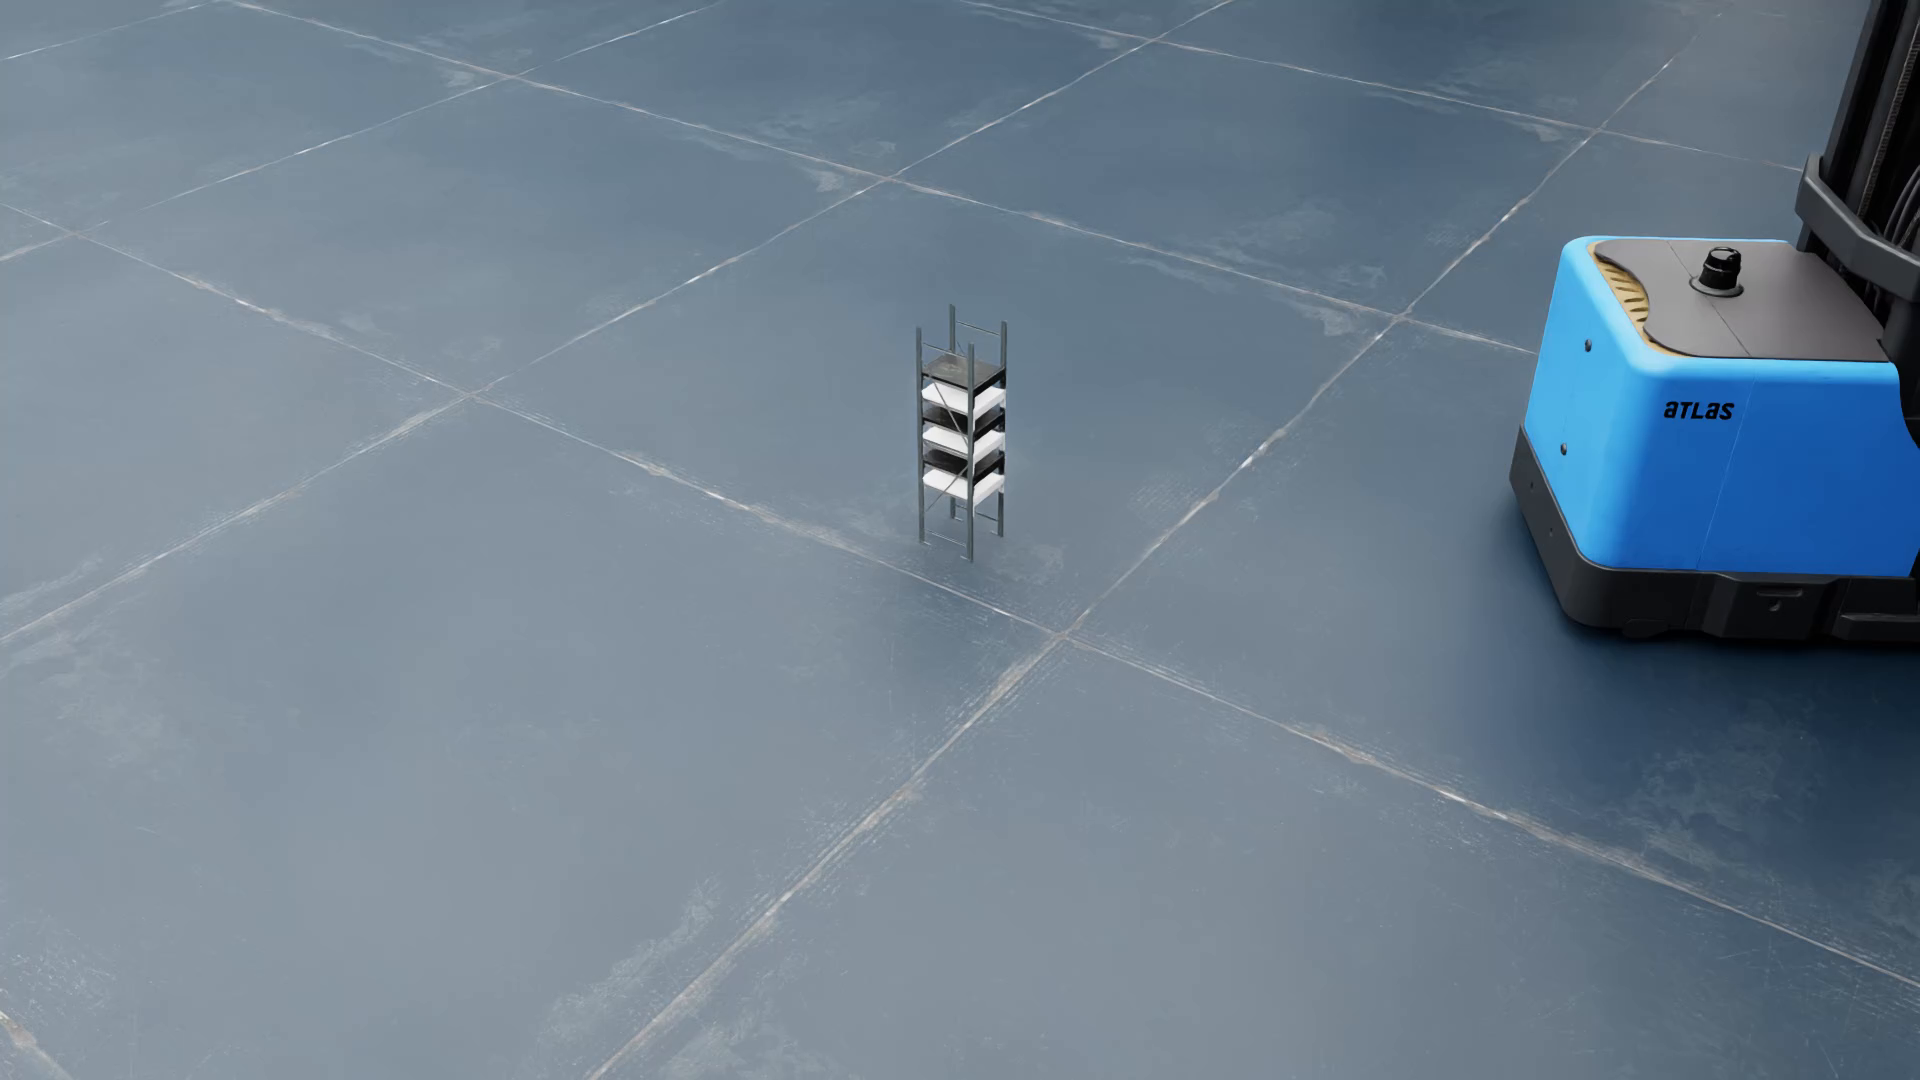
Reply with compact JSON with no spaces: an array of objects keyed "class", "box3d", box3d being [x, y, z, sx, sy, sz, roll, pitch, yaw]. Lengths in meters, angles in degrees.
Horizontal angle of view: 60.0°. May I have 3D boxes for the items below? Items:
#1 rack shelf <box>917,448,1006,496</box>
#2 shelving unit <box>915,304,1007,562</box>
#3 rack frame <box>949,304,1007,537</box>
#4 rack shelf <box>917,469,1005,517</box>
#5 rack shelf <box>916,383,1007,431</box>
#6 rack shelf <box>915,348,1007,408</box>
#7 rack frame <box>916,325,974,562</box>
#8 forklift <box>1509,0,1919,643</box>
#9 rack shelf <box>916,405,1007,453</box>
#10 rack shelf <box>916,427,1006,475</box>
[{"class":"rack shelf","box3d":[0.005,-0.274,6.073,0.258,0.077,0.200,21,39,28]},{"class":"shelving unit","box3d":[0.005,-0.376,6.003,0.258,0.900,0.210,21,39,28]},{"class":"rack frame","box3d":[0.063,-0.423,6.073,0.240,0.900,0.006,21,39,28]},{"class":"rack shelf","box3d":[0.005,-0.200,6.123,0.258,0.077,0.200,21,39,28]},{"class":"rack shelf","box3d":[0.005,-0.498,5.921,0.258,0.077,0.200,21,39,28]},{"class":"rack shelf","box3d":[0.005,-0.573,5.871,0.258,0.077,0.200,21,39,28]},{"class":"rack frame","box3d":[-0.053,-0.330,5.934,0.240,0.900,0.006,21,39,28]},{"class":"forklift","box3d":[3.625,-1.106,5.269,3.031,2.935,1.130,2,34,3]},{"class":"rack shelf","box3d":[0.005,-0.423,5.972,0.258,0.077,0.200,21,39,28]},{"class":"rack shelf","box3d":[0.005,-0.349,6.022,0.258,0.077,0.200,21,39,28]}]
